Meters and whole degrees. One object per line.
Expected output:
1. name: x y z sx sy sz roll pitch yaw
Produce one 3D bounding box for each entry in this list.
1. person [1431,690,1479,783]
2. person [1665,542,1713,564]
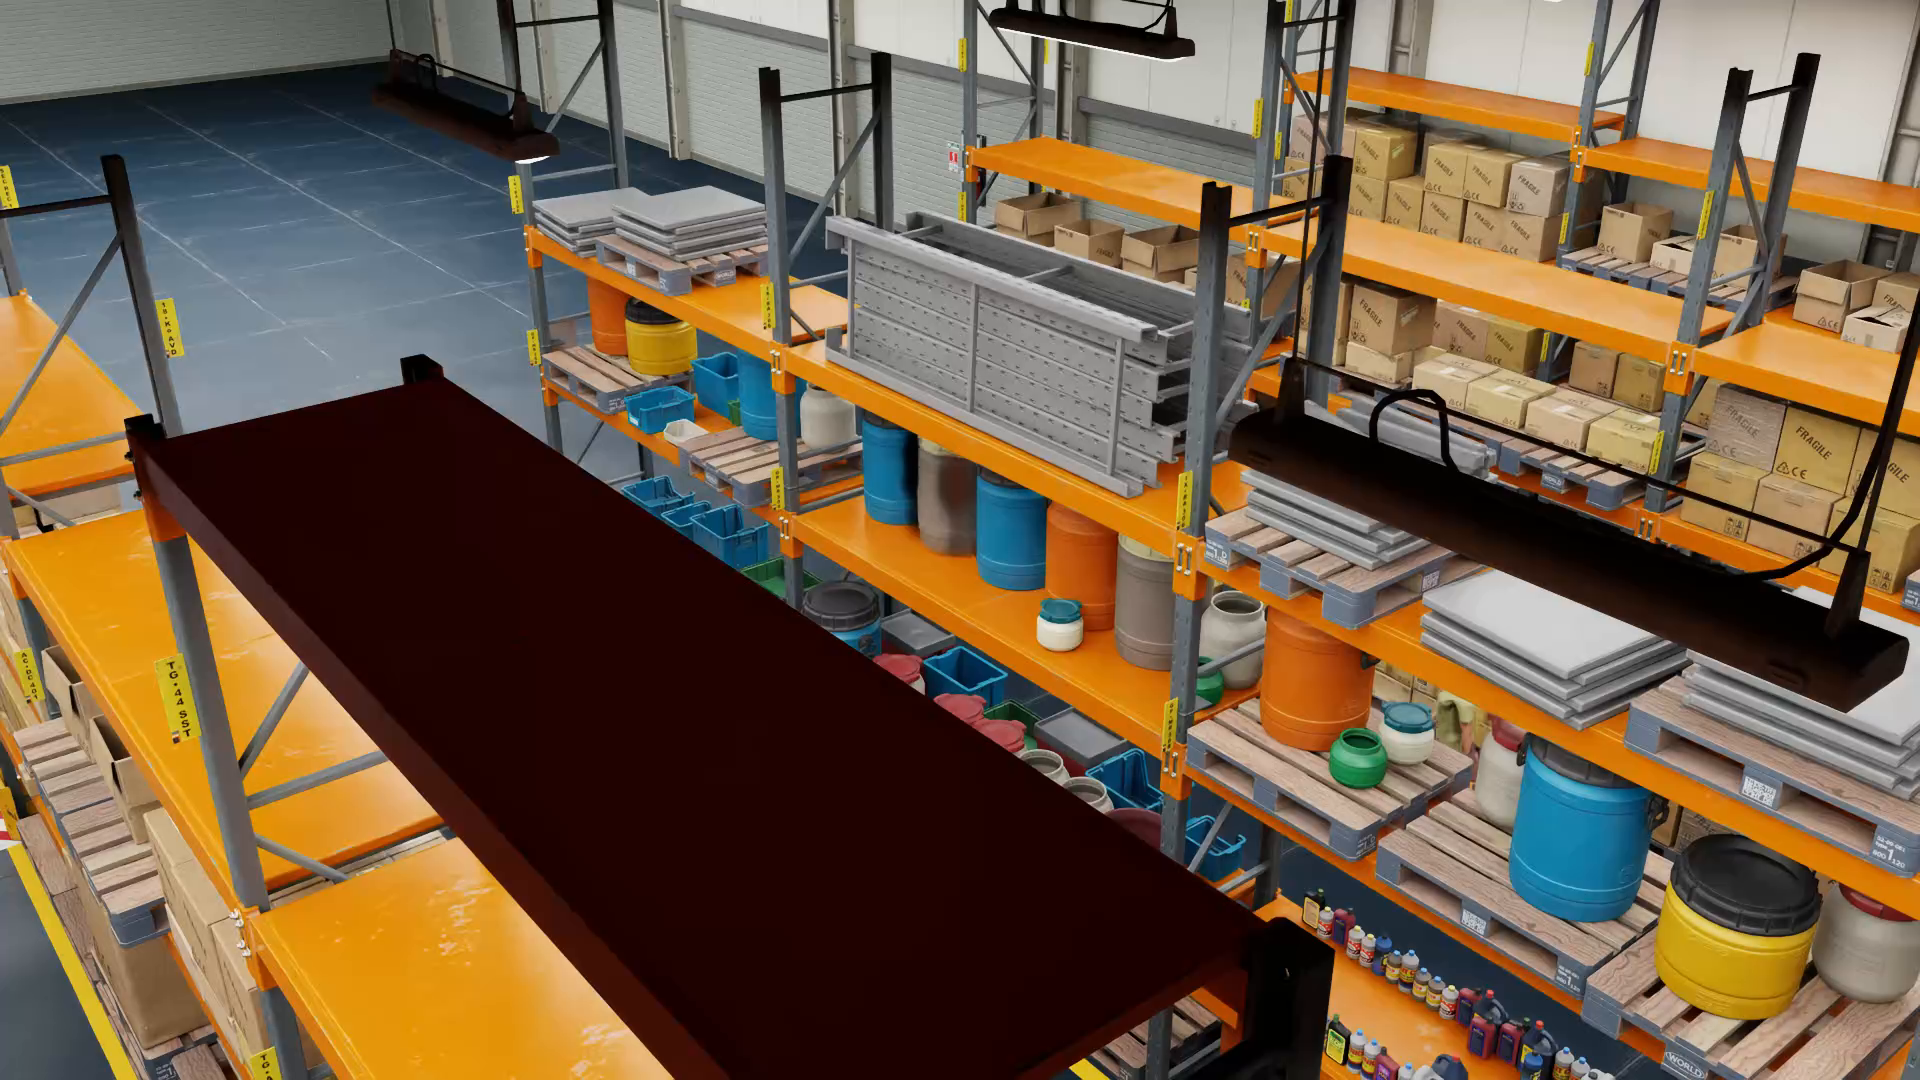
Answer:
1. person: 3.704 1.516 12.641 1.006 1.599 0.433 22 33 37
2. person: 7.005 0.171 16.033 0.471 1.682 0.471 13 29 25
